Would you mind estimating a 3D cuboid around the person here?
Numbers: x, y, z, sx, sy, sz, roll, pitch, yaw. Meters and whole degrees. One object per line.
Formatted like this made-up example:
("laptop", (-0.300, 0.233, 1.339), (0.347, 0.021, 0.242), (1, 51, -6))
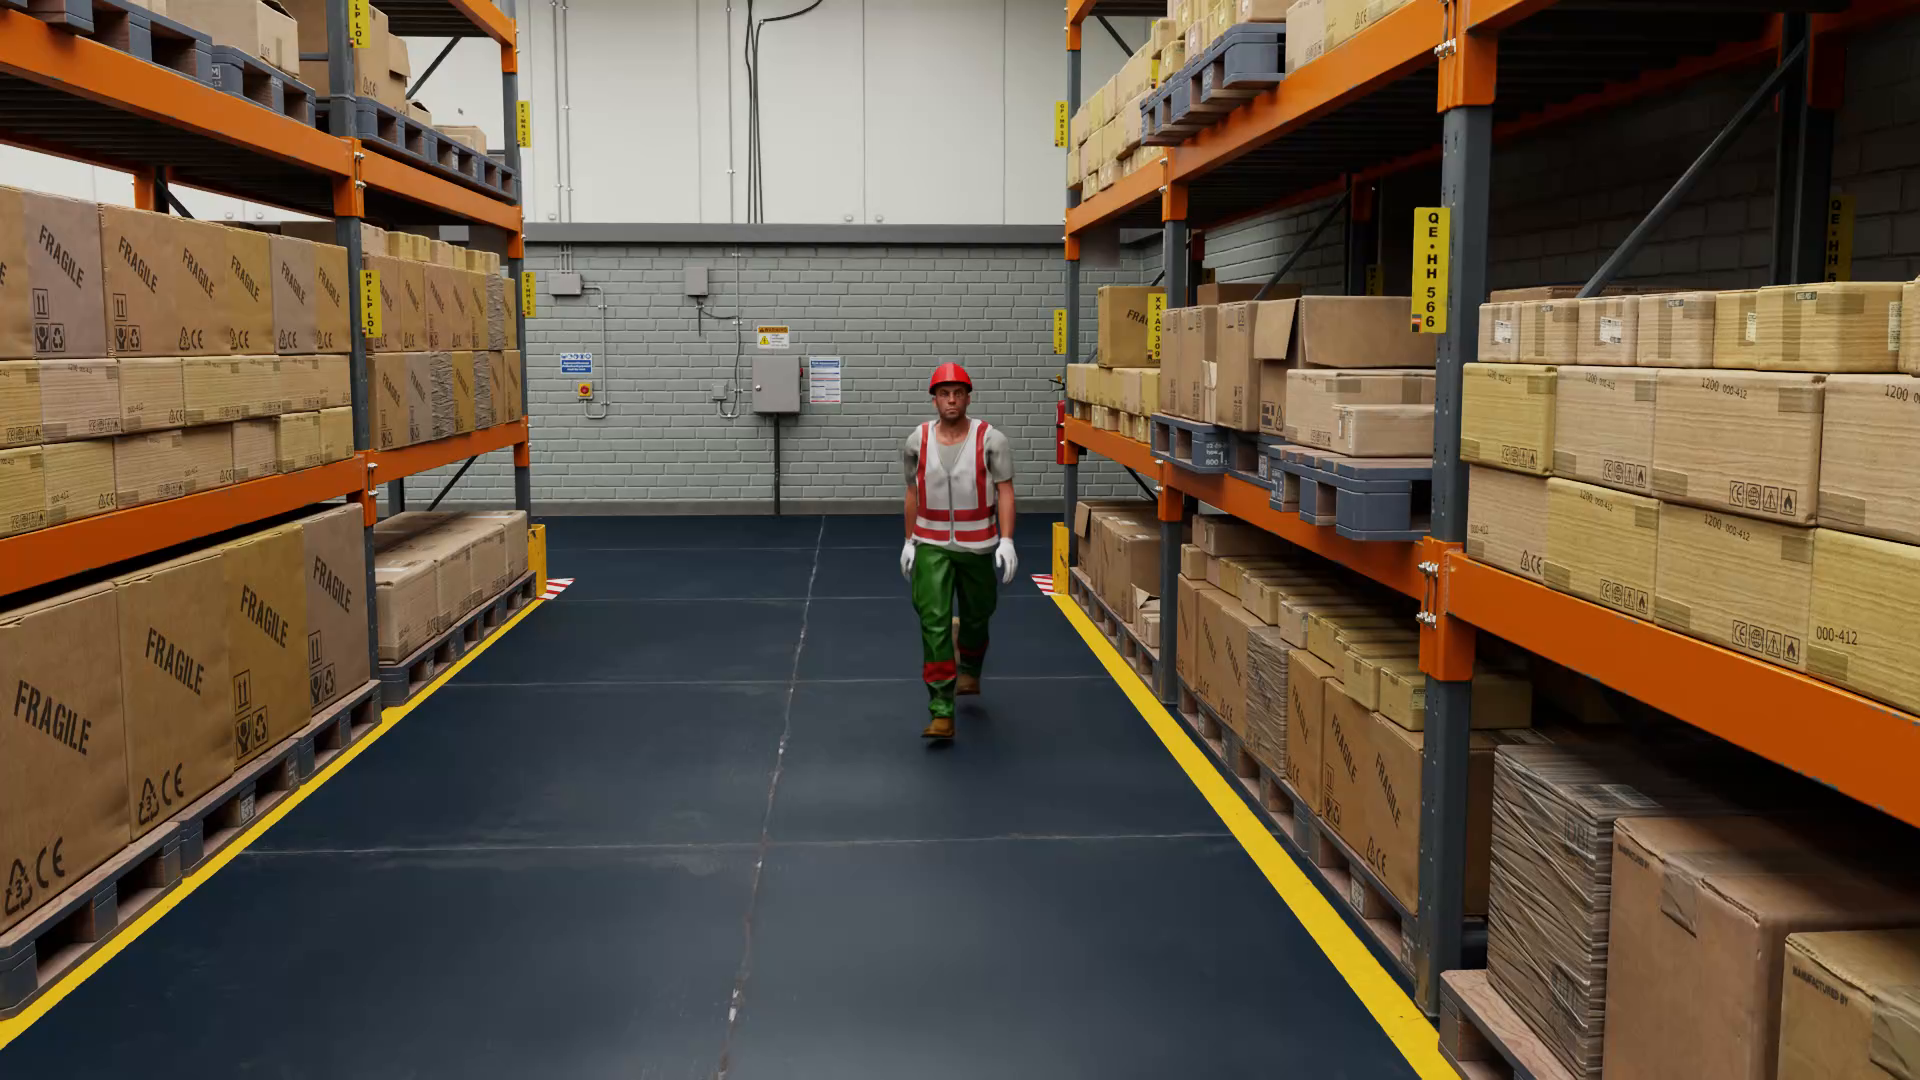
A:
("person", (-0.007, 0.026, 7.975), (0.576, 1.750, 1.043), (0, 7, 3))
